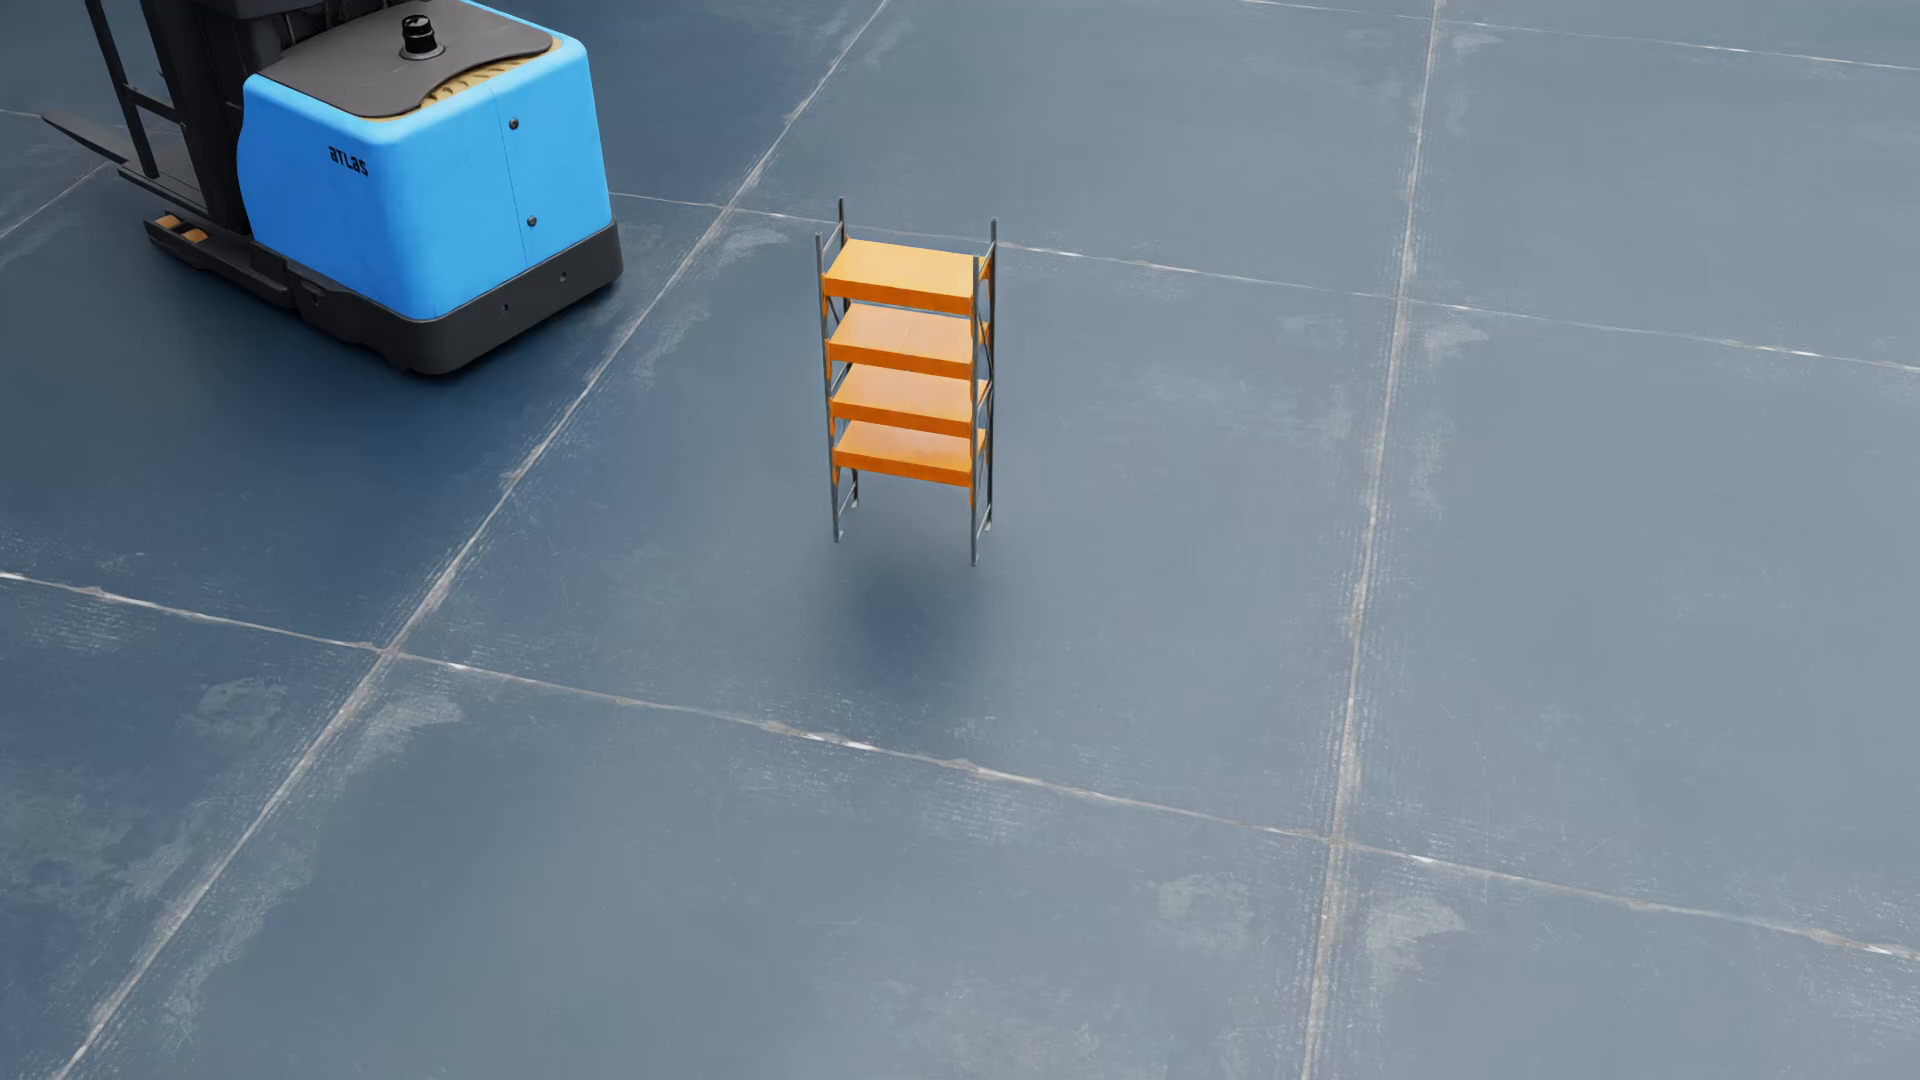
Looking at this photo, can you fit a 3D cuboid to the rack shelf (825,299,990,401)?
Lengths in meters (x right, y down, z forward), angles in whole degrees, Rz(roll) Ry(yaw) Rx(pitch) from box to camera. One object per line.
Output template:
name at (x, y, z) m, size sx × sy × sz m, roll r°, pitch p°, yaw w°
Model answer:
rack shelf at (-0.160, -0.607, 5.296) m, size 0.480 × 0.148 × 0.258 m, roll 10°, pitch 41°, yaw 11°

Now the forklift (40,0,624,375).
forklift at (-2.896, -2.531, 6.484) m, size 3.031 × 2.935 × 1.130 m, roll 26°, pitch 46°, yaw 28°

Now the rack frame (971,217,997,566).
rack frame at (0.076, -0.446, 5.349) m, size 0.015 × 1.200 × 0.240 m, roll 10°, pitch 41°, yaw 11°

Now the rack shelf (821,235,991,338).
rack shelf at (-0.160, -0.788, 5.144) m, size 0.480 × 0.148 × 0.258 m, roll 10°, pitch 41°, yaw 11°

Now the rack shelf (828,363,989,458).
rack shelf at (-0.160, -0.435, 5.440) m, size 0.480 × 0.148 × 0.258 m, roll 10°, pitch 41°, yaw 11°

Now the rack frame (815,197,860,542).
rack frame at (-0.396, -0.528, 5.445) m, size 0.015 × 1.200 × 0.240 m, roll 10°, pitch 41°, yaw 11°

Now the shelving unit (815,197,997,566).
shelving unit at (-0.160, -0.487, 5.397) m, size 0.503 × 1.200 × 0.258 m, roll 10°, pitch 41°, yaw 11°

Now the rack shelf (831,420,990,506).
rack shelf at (-0.160, -0.283, 5.568) m, size 0.480 × 0.148 × 0.258 m, roll 10°, pitch 41°, yaw 11°
